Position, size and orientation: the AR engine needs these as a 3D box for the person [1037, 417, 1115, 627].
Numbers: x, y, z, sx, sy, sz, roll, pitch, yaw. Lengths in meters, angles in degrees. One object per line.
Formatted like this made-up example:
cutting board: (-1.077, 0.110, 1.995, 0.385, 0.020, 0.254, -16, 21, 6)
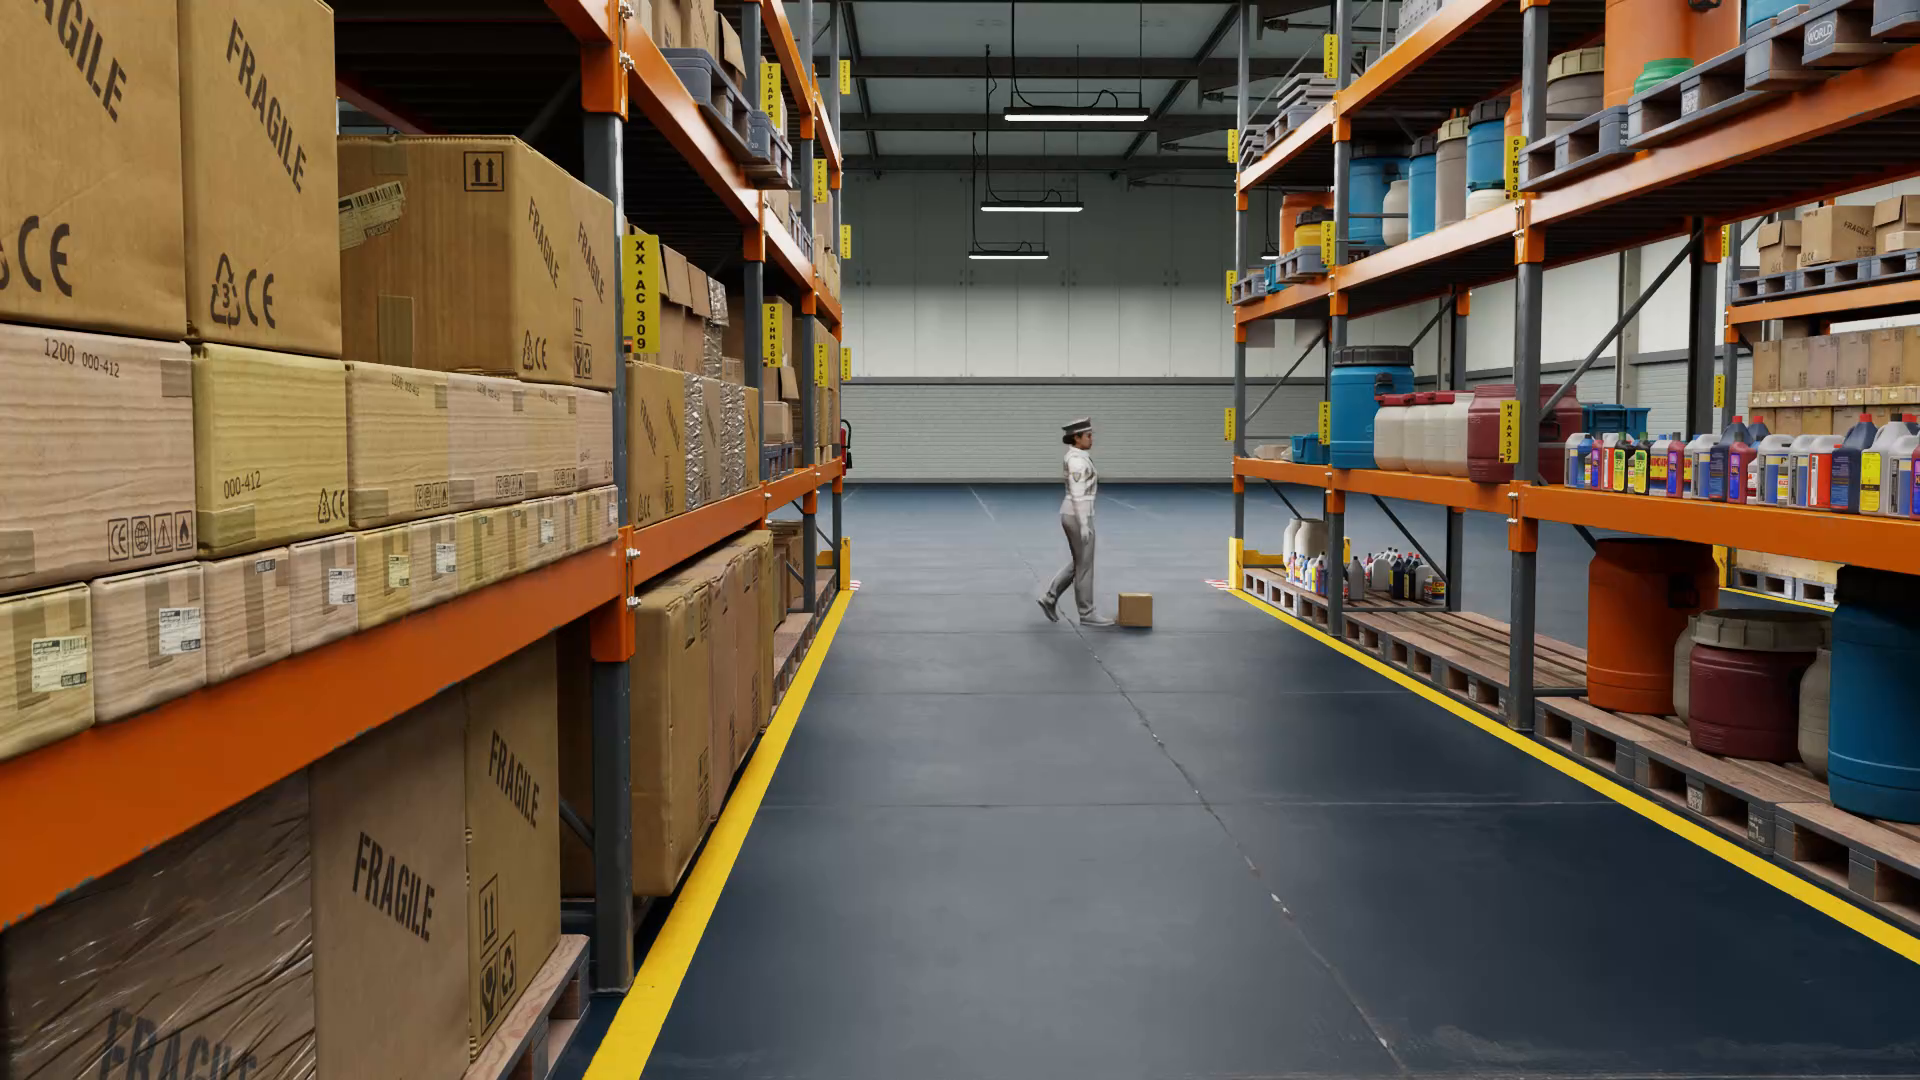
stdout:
person: (0.944, -0.138, 13.495, 0.613, 1.715, 0.523, 0, 4, 0)
